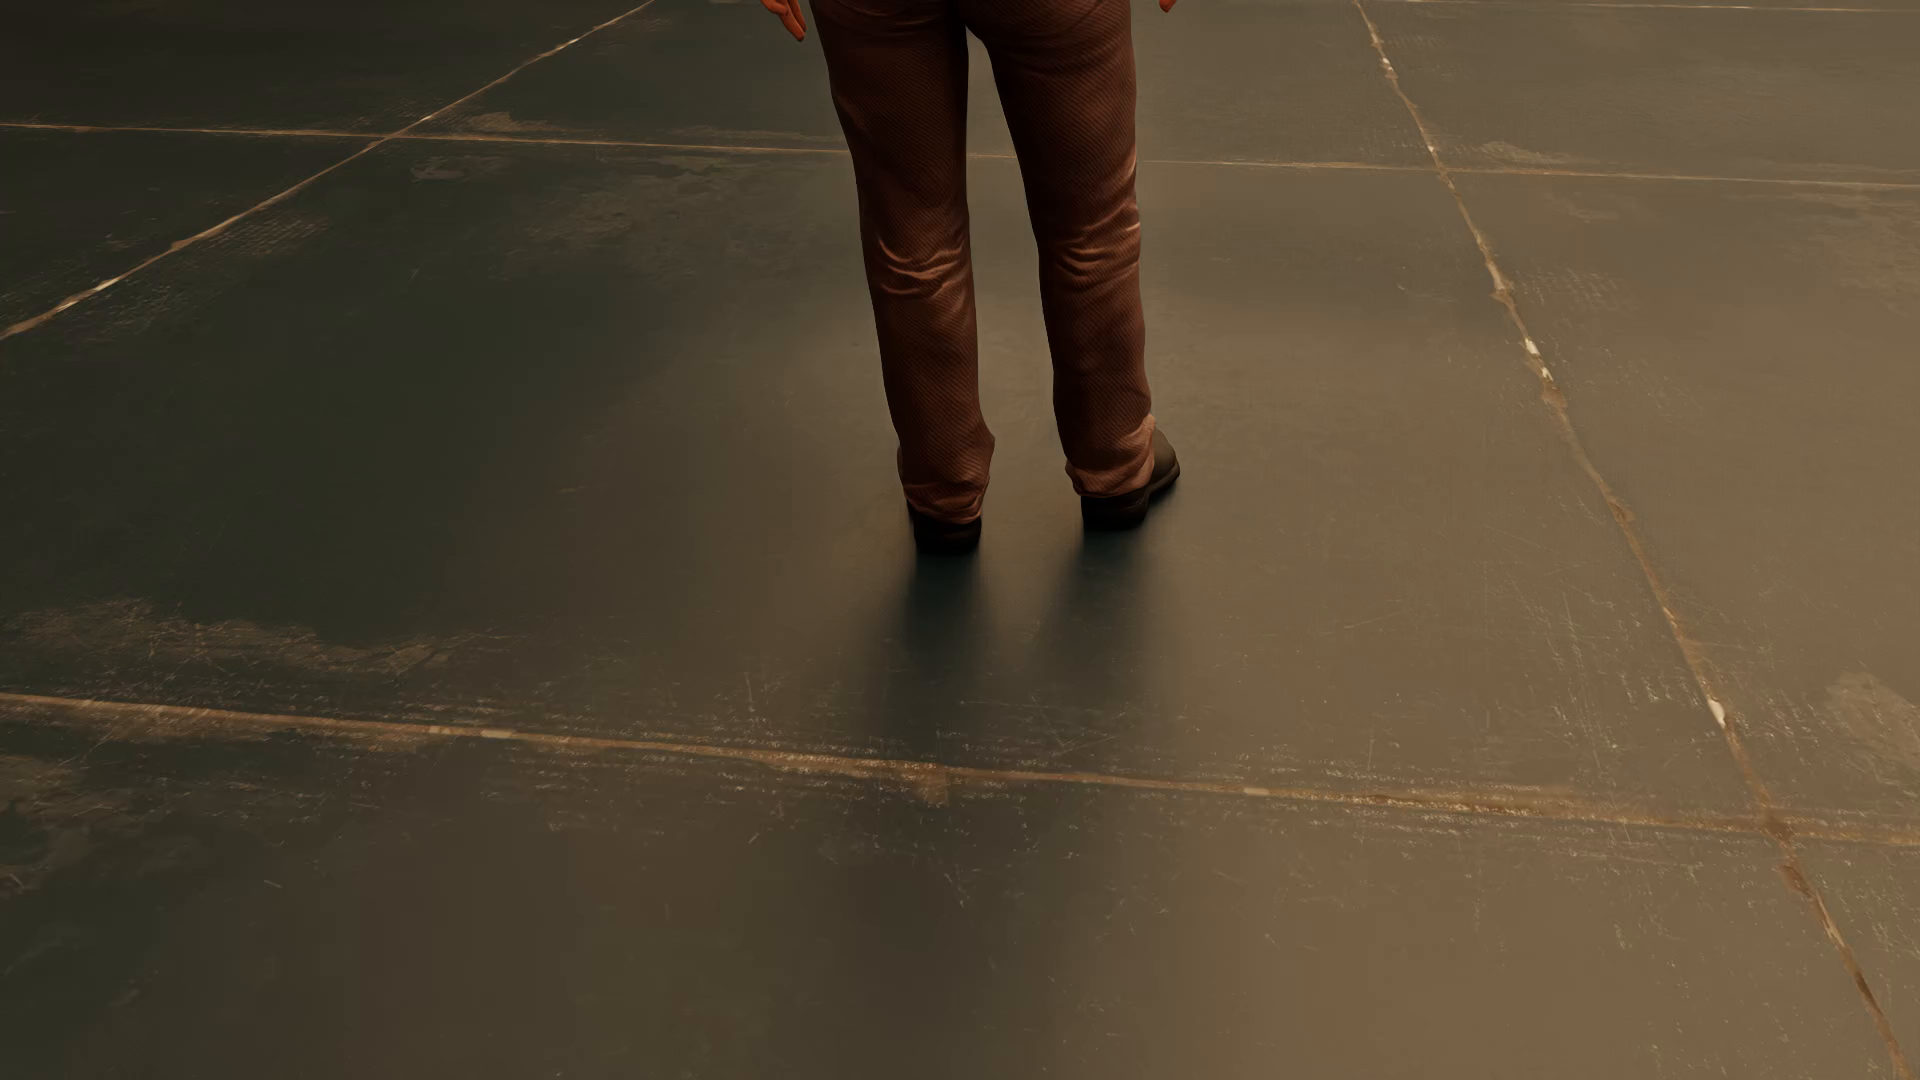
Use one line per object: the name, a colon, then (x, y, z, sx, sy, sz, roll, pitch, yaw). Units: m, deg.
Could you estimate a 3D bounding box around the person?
person: (0.016, -0.804, 2.166, 0.632, 1.720, 0.568, 3, 27, 7)
